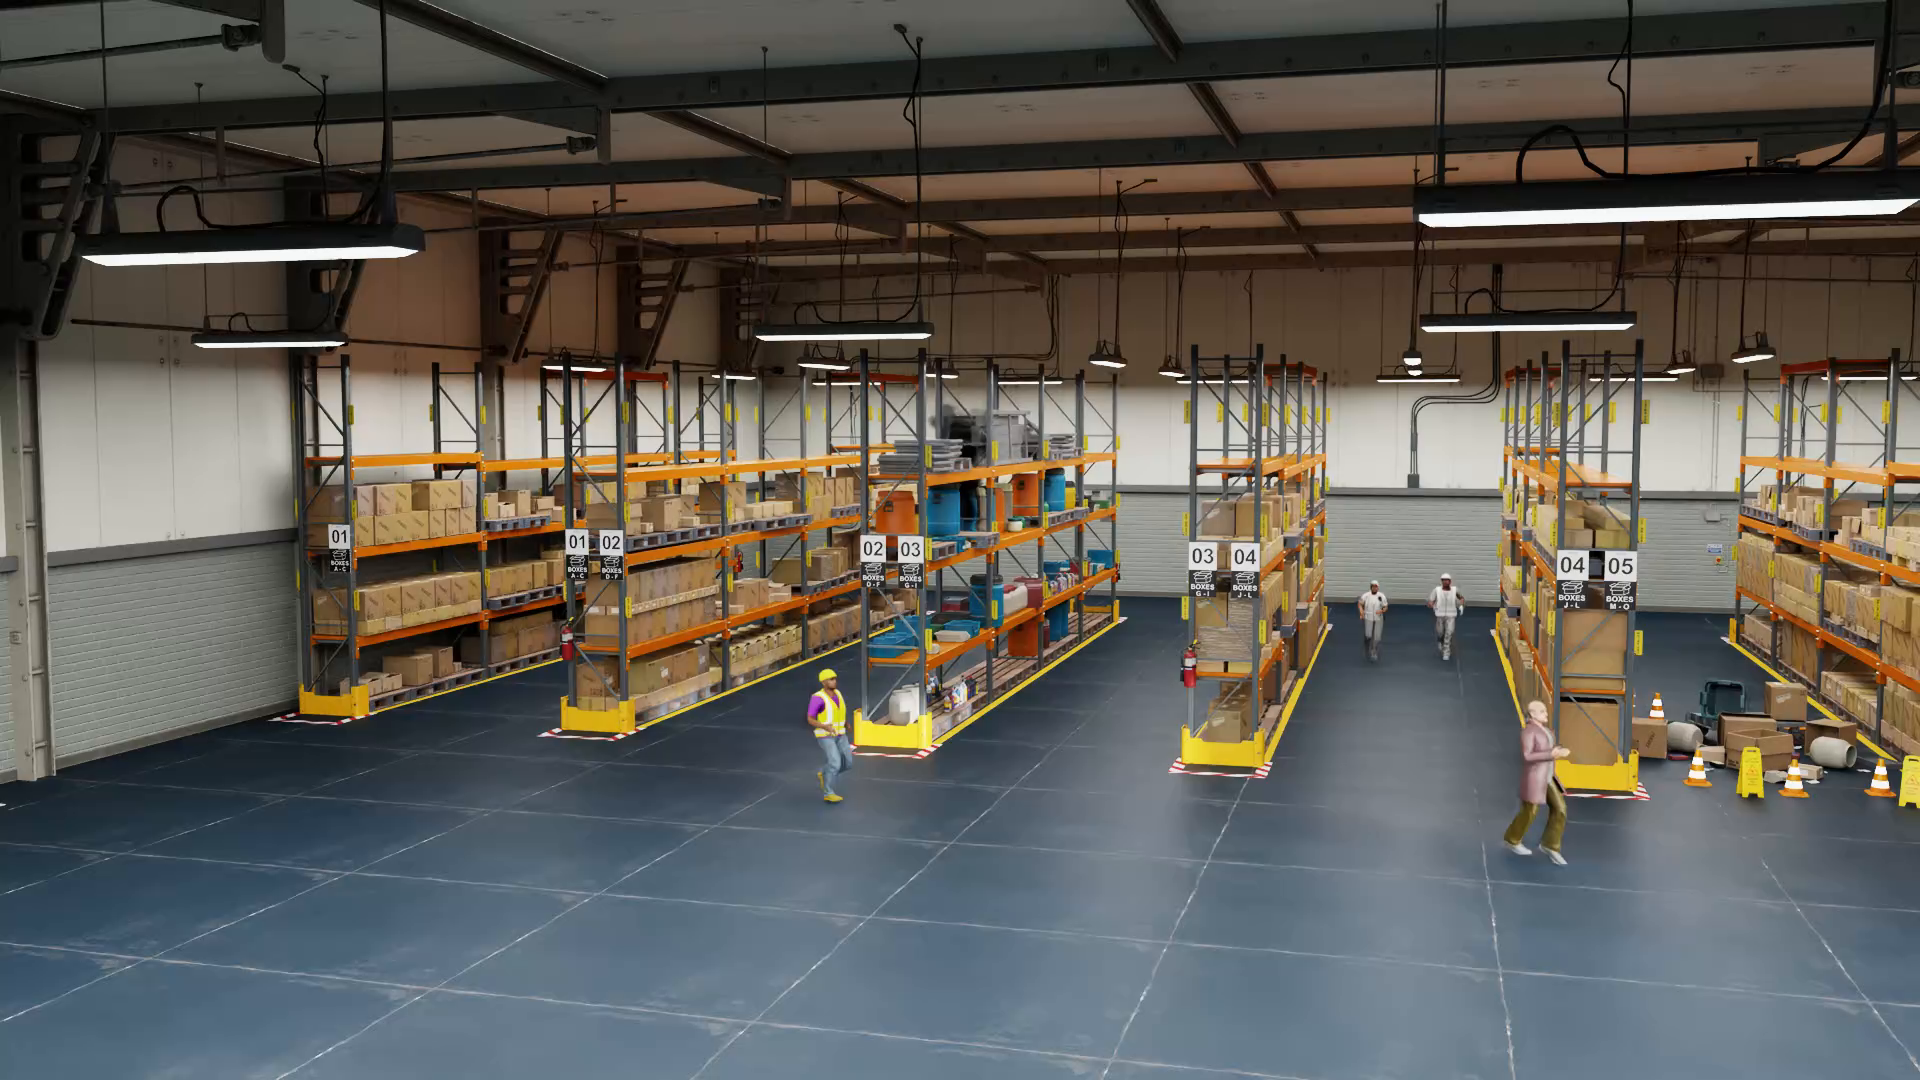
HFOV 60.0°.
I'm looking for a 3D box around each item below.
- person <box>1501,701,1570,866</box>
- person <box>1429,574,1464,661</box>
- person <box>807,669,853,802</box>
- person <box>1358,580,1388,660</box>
[{"bbox_3d":[6.468,2.720,18.622,0.686,1.845,0.805,-4,6,-41],"label":"person"},{"bbox_3d":[9.956,1.564,34.068,0.684,1.752,1.013,1,4,16],"label":"person"},{"bbox_3d":[-1.671,2.526,21.550,0.601,1.719,0.695,3,5,38],"label":"person"},{"bbox_3d":[8.428,1.642,33.919,0.592,1.629,0.583,1,4,10],"label":"person"}]
